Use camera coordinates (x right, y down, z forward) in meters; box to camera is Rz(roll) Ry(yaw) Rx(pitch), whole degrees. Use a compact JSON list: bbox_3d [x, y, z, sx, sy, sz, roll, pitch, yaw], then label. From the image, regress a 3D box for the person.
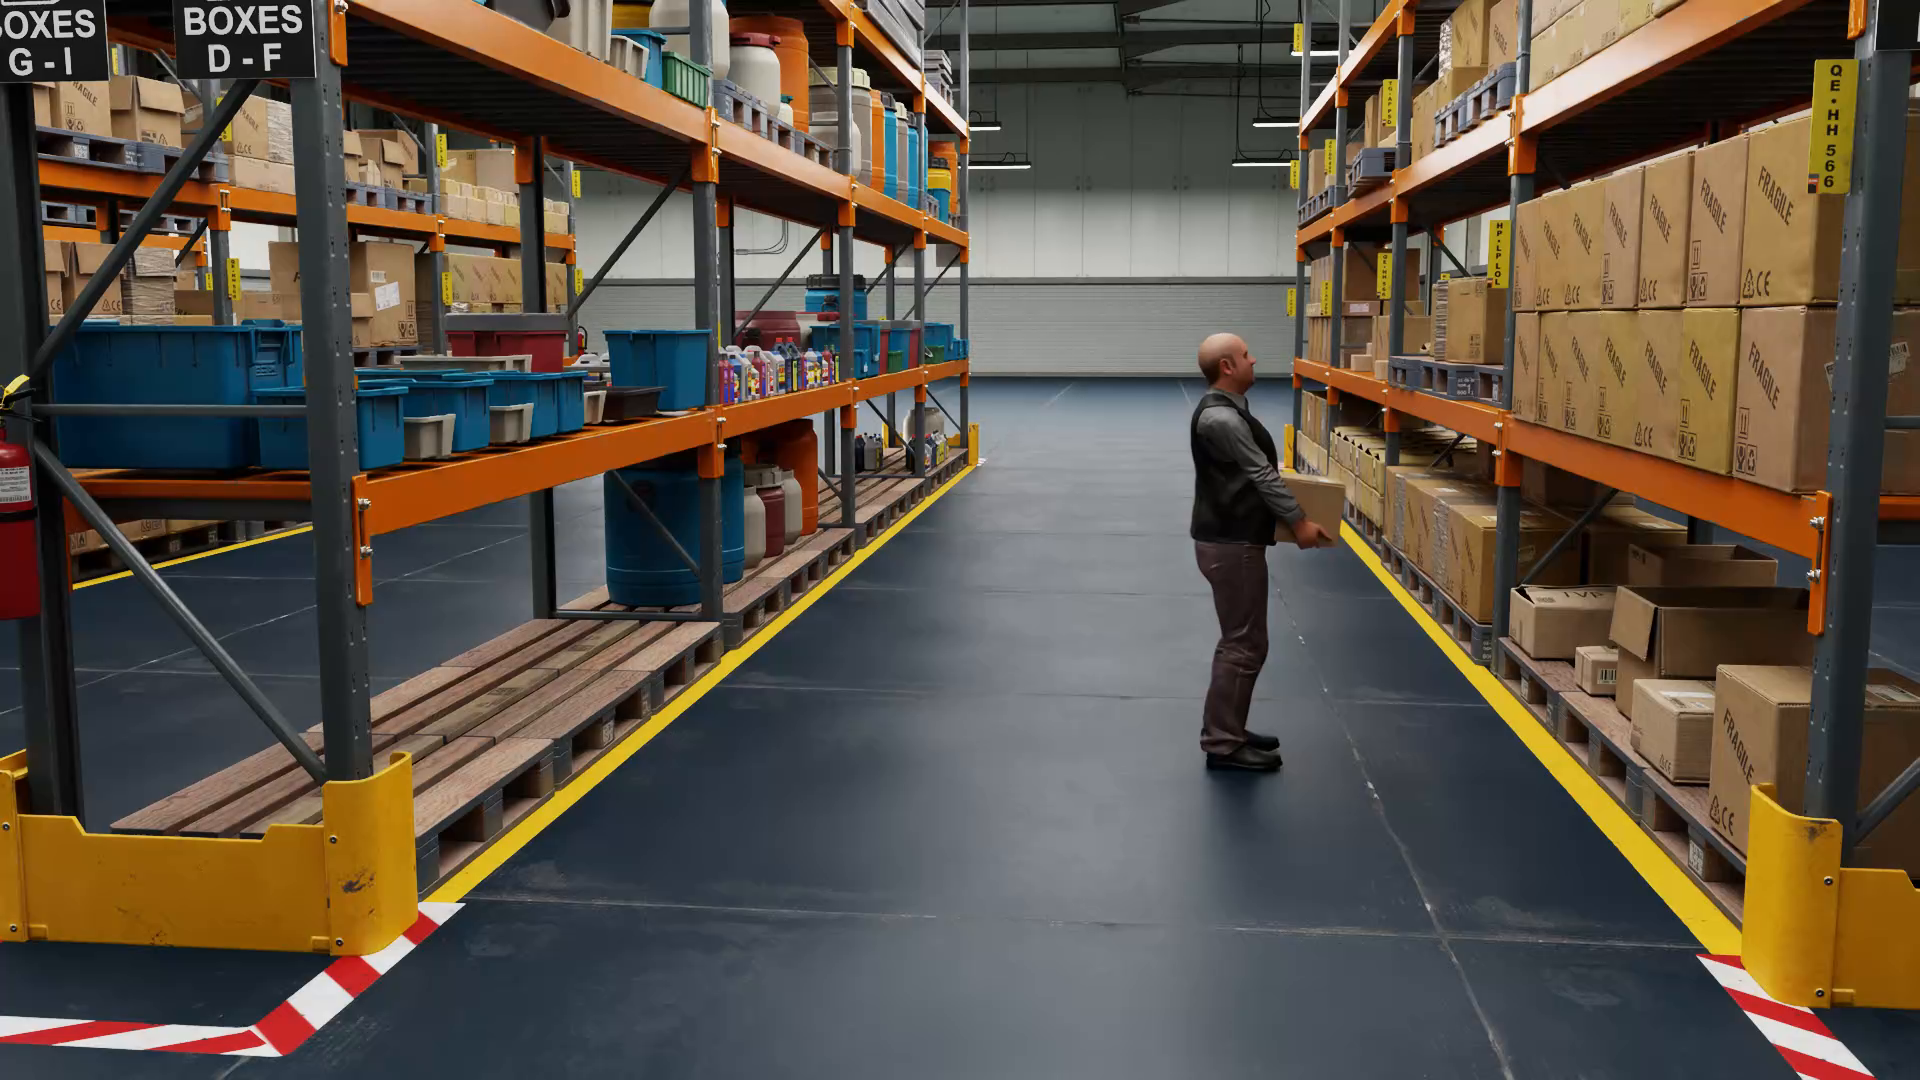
[{"bbox_3d":[1.186,0.038,6.632,0.551,1.712,0.494,1,8,6],"label":"person"}]
